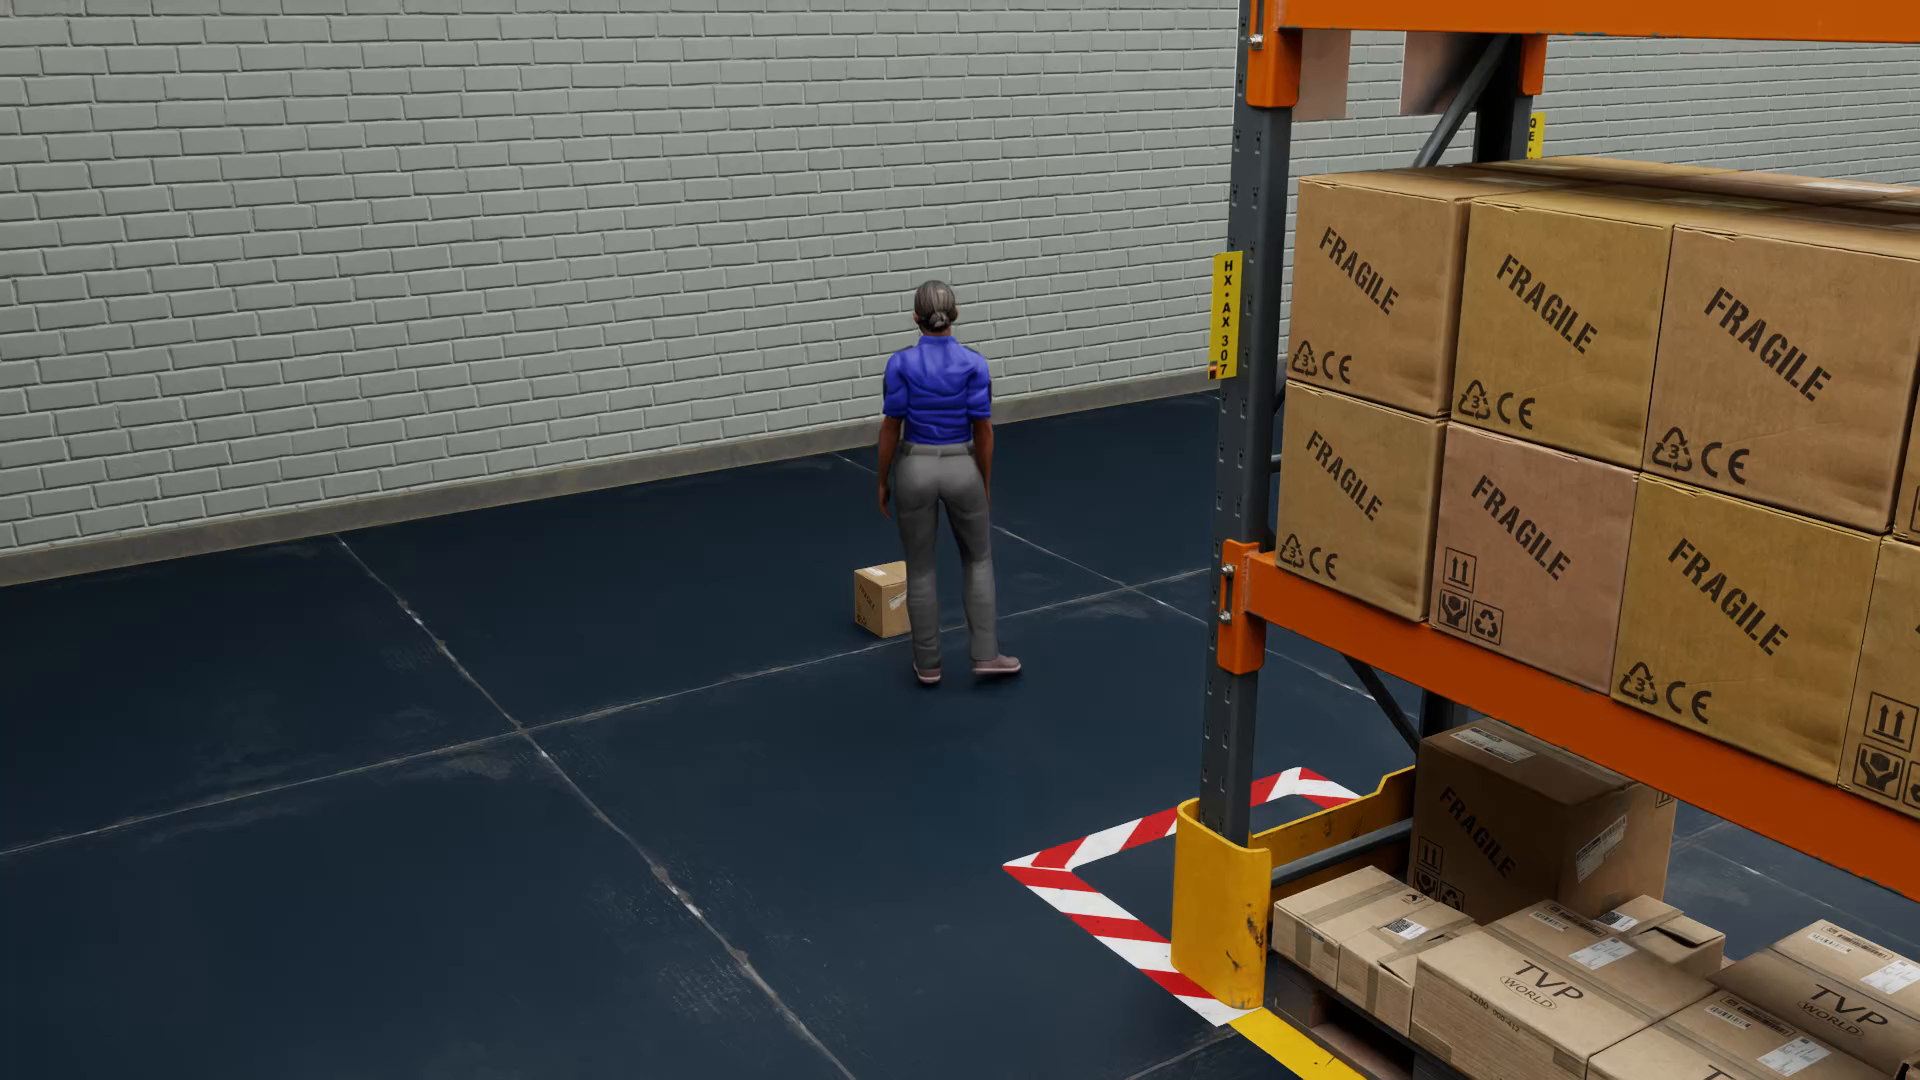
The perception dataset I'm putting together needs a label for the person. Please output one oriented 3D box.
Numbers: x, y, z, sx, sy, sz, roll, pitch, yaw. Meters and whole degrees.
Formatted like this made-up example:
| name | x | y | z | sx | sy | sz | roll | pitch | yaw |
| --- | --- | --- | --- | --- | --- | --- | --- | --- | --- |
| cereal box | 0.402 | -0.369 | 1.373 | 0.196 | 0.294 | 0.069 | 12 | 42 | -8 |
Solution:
| name | x | y | z | sx | sy | sz | roll | pitch | yaw |
| --- | --- | --- | --- | --- | --- | --- | --- | --- | --- |
| person | -0.037 | -0.219 | 6.726 | 0.592 | 1.677 | 0.319 | -1 | 18 | -4 |
